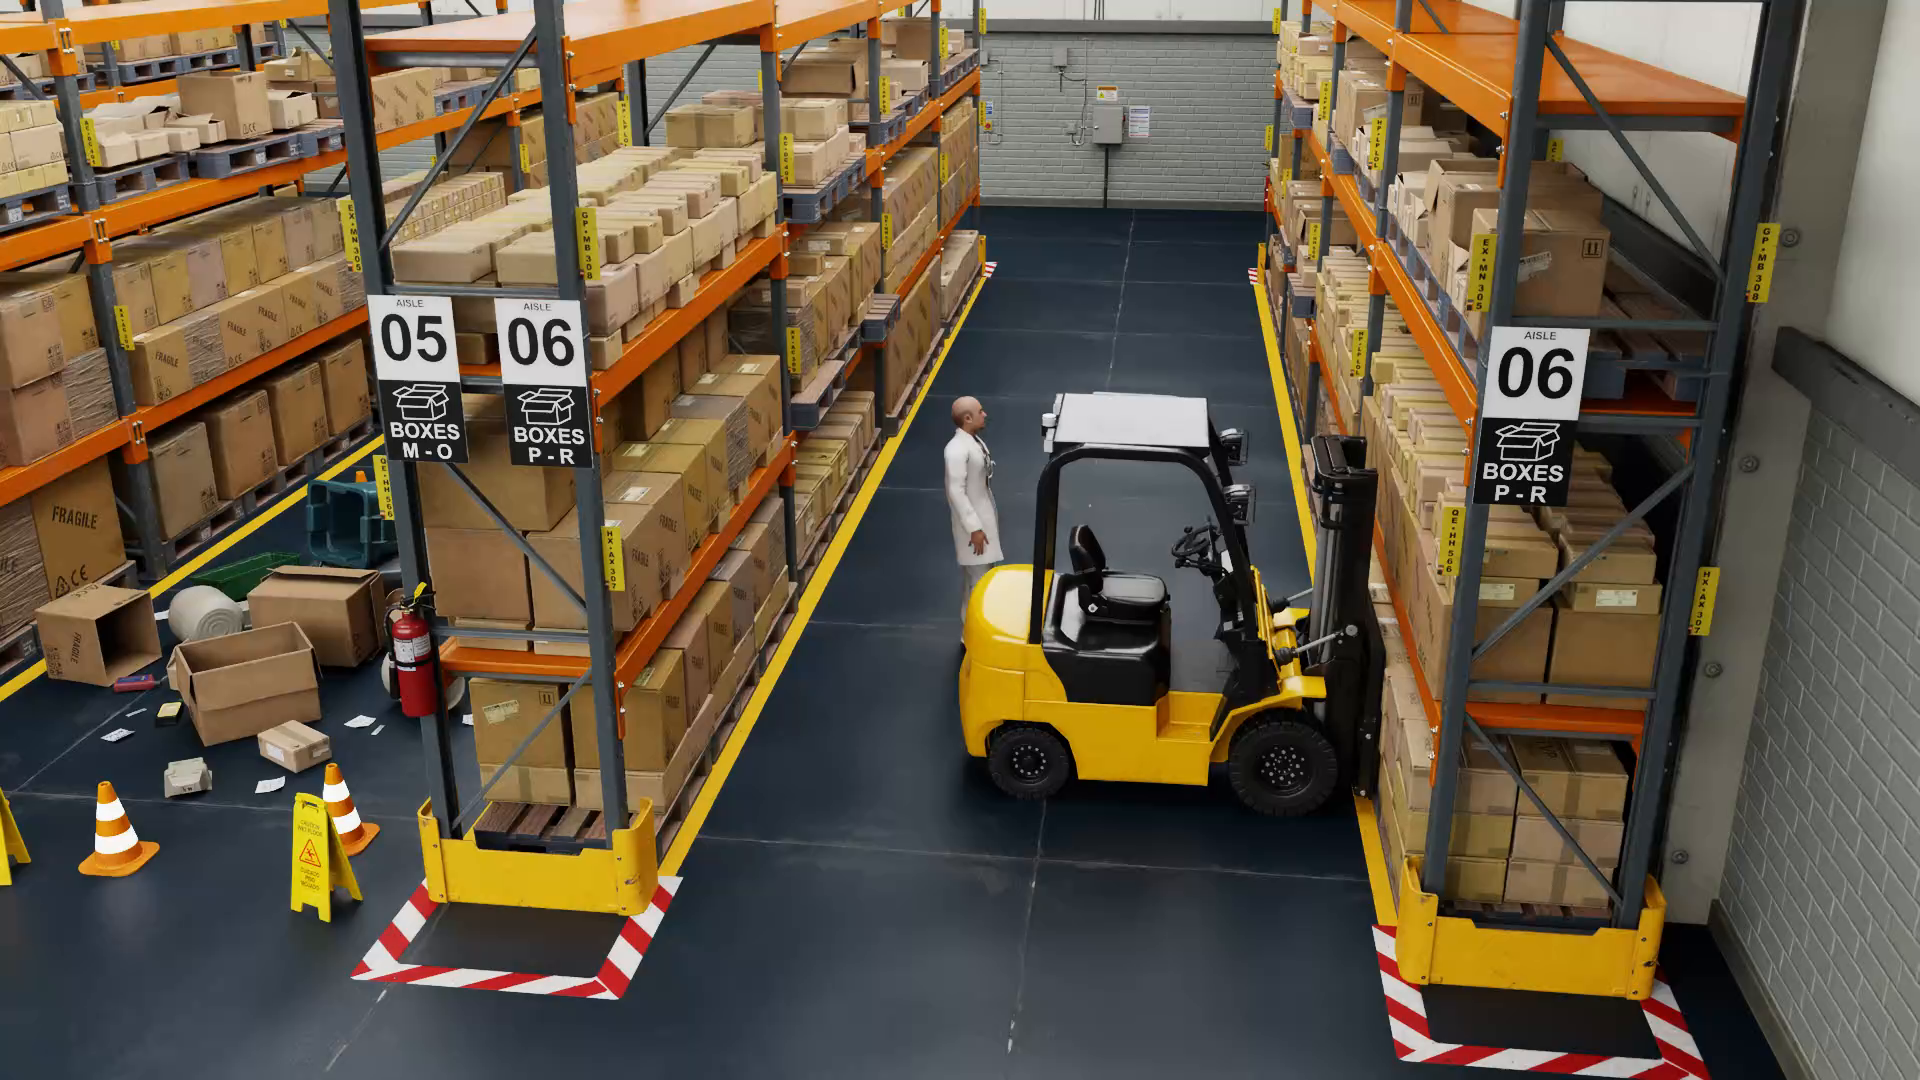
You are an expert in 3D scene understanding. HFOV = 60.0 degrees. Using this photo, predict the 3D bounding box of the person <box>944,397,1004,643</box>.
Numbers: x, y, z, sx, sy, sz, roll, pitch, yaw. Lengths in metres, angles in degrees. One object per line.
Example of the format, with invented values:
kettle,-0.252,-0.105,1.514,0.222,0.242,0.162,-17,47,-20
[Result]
person,0.195,-0.102,11.347,0.581,1.775,0.694,2,21,6
